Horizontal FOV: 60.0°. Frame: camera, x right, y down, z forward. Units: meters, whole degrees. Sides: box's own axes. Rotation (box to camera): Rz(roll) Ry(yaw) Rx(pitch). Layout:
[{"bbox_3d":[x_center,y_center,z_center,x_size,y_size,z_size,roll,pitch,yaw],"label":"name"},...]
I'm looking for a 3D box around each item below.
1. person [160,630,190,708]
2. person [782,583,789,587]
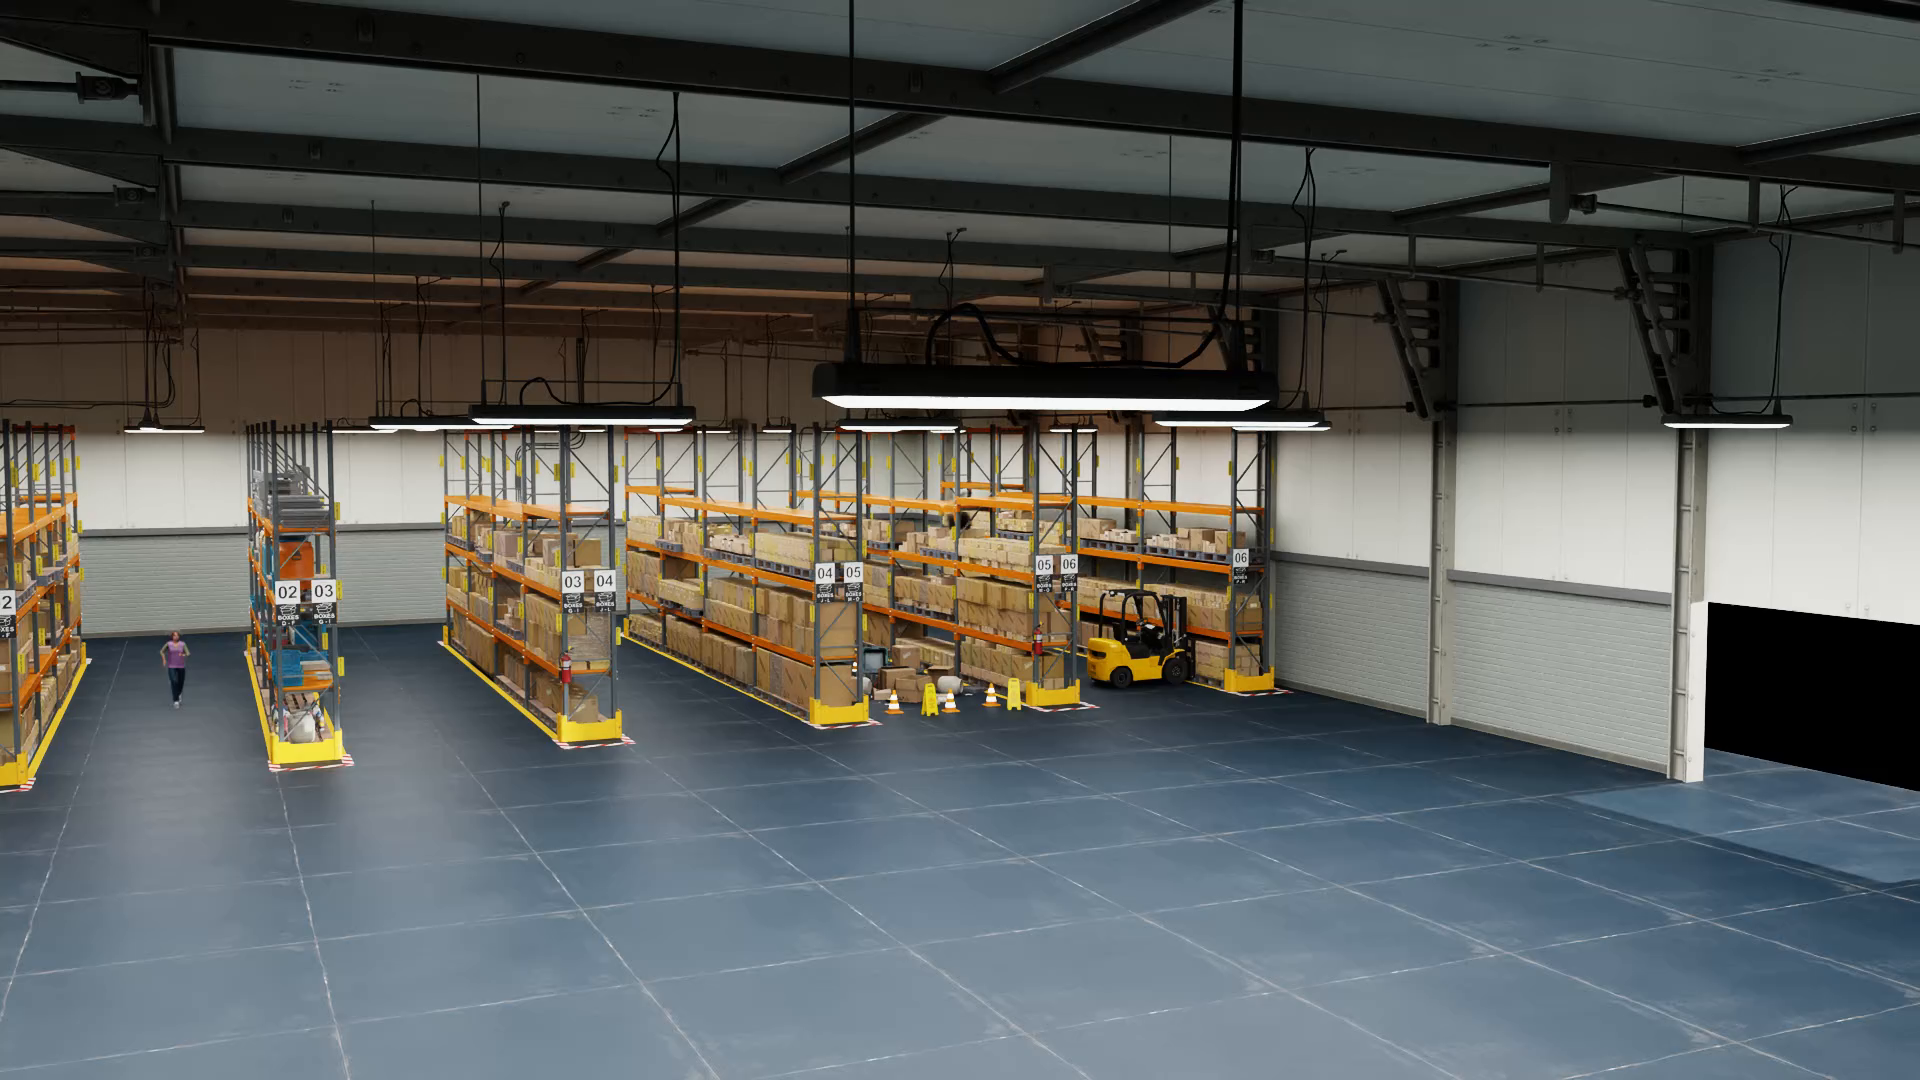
[{"bbox_3d":[-16.580,2.703,35.163,0.547,1.592,0.888,-2,4,-32],"label":"person"},{"bbox_3d":[-5.422,1.529,52.484,0.957,1.755,0.715,-3,5,-39],"label":"person"}]
